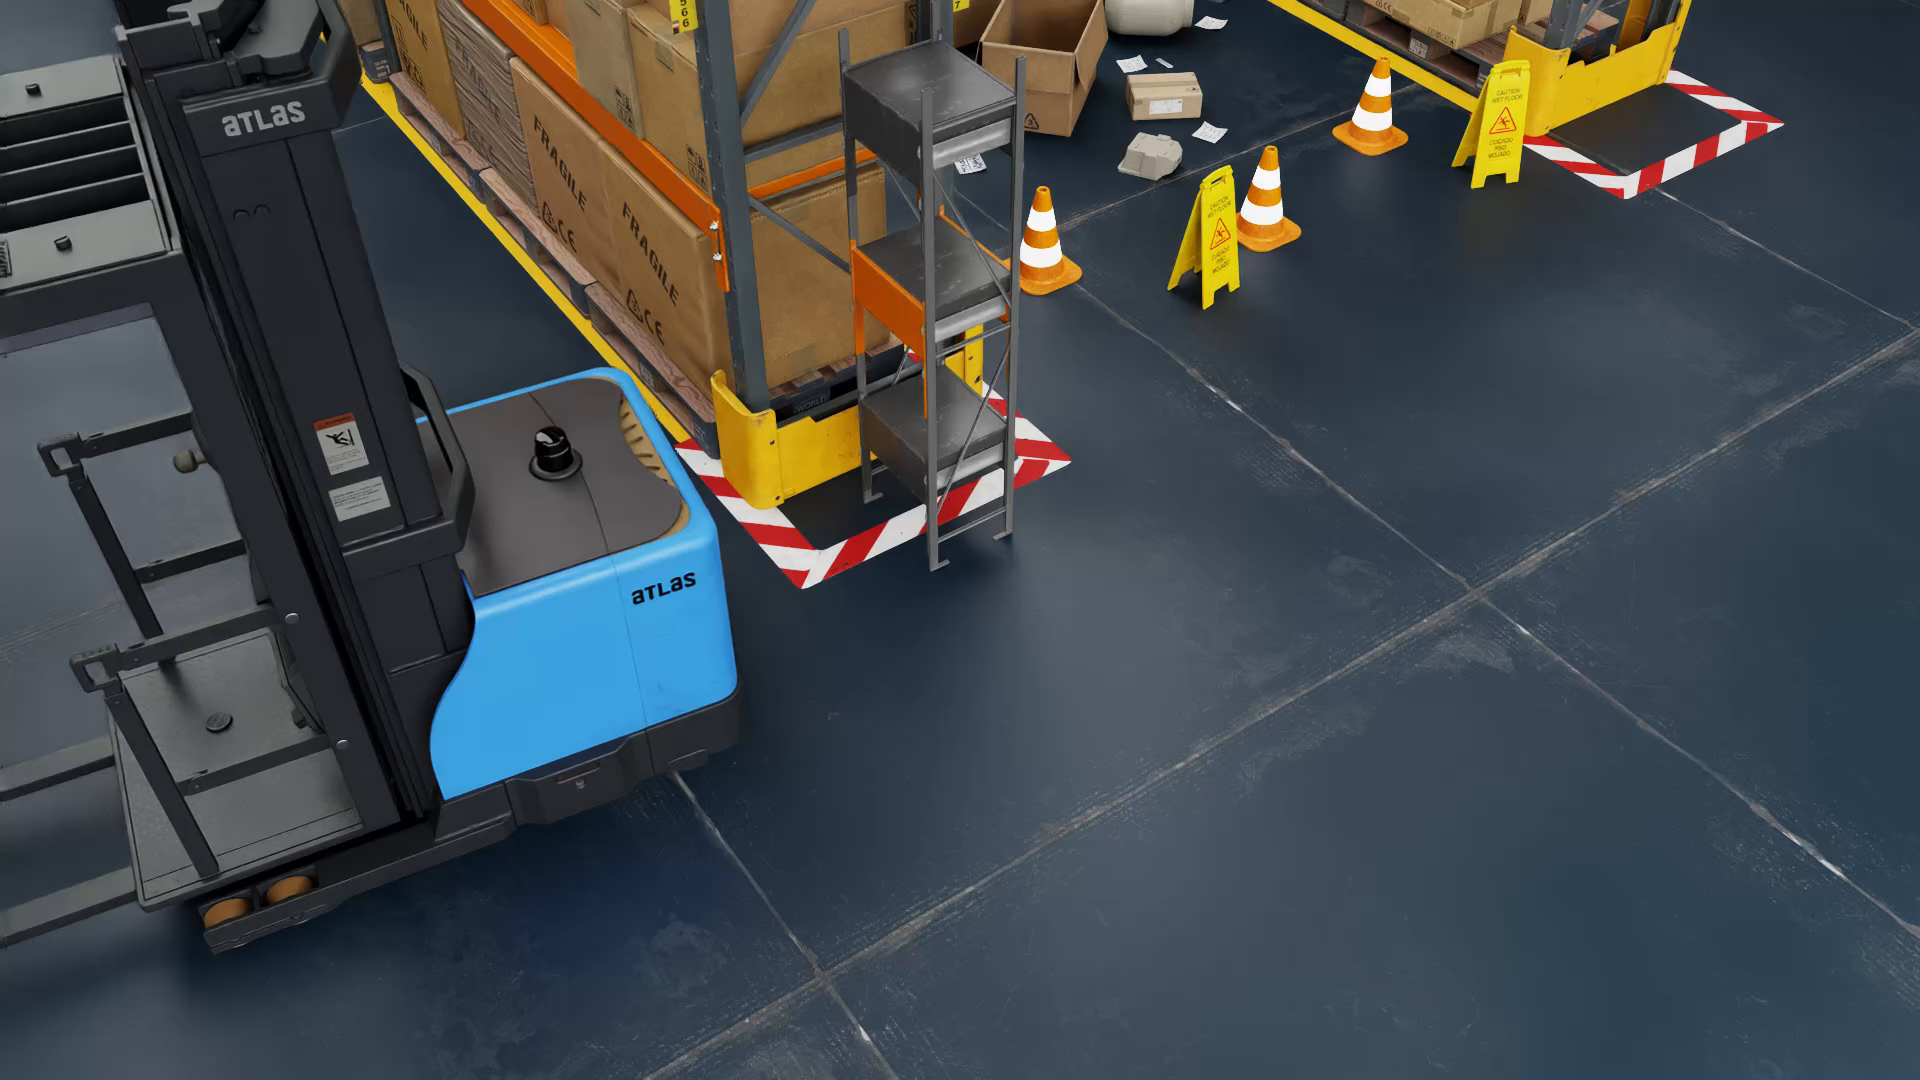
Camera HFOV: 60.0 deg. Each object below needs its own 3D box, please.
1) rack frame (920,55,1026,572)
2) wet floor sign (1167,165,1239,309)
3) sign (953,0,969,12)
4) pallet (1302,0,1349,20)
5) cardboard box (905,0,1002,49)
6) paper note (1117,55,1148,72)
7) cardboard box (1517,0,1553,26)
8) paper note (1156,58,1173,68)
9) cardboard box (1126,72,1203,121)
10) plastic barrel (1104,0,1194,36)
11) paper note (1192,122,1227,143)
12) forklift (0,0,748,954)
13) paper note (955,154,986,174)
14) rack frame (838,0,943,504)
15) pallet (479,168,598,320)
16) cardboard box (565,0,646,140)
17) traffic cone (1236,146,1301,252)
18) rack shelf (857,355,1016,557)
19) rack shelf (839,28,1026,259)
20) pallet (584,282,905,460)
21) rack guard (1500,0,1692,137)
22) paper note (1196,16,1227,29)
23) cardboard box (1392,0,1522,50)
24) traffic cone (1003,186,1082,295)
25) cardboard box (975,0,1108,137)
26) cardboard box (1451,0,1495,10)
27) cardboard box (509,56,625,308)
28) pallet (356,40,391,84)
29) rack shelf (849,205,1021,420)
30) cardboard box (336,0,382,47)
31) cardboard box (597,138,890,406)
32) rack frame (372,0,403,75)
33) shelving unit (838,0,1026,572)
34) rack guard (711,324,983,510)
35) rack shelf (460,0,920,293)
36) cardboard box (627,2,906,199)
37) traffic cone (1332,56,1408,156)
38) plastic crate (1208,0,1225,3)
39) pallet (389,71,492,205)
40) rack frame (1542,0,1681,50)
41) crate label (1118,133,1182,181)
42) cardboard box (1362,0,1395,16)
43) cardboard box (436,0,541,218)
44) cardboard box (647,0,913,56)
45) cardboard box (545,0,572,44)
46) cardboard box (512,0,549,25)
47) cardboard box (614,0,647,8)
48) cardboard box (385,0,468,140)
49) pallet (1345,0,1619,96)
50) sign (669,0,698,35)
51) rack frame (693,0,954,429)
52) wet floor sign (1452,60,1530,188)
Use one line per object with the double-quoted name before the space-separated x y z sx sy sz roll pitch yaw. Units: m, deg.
"rack frame" 0.045 -0.715 5.978 0.400 2.100 0.015 -26 49 -24
"wet floor sign" 1.173 -1.448 7.800 0.267 0.644 0.232 -35 53 -31
"sign" -0.009 -2.092 6.085 0.100 0.325 0.005 -26 49 -24
"pallet" 2.362 -3.746 10.521 1.003 0.211 1.213 -26 49 -24
"cardboard box" -0.088 -3.214 9.654 0.797 0.637 0.503 -26 49 -24
"paper note" 0.999 -2.758 9.625 0.148 0.019 0.142 -10 45 -11
"cardboard box" 3.300 -3.270 9.690 0.500 0.250 0.500 -26 49 -25
"paper note" 1.184 -2.765 9.639 0.032 0.001 0.123 -26 49 -24
"cardboard box" 1.129 -2.460 9.219 0.380 0.149 0.250 -3 44 -4
"plastic barrel" 1.111 -3.187 9.781 0.512 0.421 0.421 4 44 4
"paper note" 1.361 -2.222 9.055 0.142 0.019 0.148 26 49 25
"forklift" -2.312 -0.163 4.798 3.031 2.935 1.130 -19 47 -19
"paper note" 0.052 -1.995 8.819 0.144 0.017 0.142 -10 45 -11
"rack frame" -0.234 -0.991 6.268 0.400 2.100 0.015 -26 49 -24
"pallet" -1.683 -1.638 8.313 1.003 0.211 1.213 -26 49 -24
"cardboard box" -1.049 -2.083 6.652 0.875 0.550 0.550 -26 49 -24
"traffic cone" 1.515 -1.732 8.229 0.336 0.463 0.334 -26 49 -24
"rack shelf" -0.095 -0.337 6.616 0.431 0.518 0.480 -26 49 -24
"rack shelf" -0.095 -1.350 5.649 0.431 0.518 0.480 -26 49 -24
"pallet" -0.989 -0.947 7.590 1.003 0.211 1.213 -26 49 -24
"rack guard" 3.491 -2.686 9.201 1.175 0.500 0.348 -26 49 -24
"paper note" 1.511 -3.107 9.982 0.148 0.019 0.142 26 49 25
"cardboard box" 2.838 -3.069 9.480 0.500 0.250 0.500 -26 49 -25
"traffic cone" 0.394 -1.478 7.963 0.336 0.463 0.334 -26 49 -24
"cardboard box" 0.454 -2.638 9.149 0.637 0.503 0.797 11 45 11
"cardboard box" 2.863 -3.326 9.206 0.500 0.500 0.500 -25 49 -24
"cardboard box" -1.415 -1.773 7.669 0.875 0.875 0.875 -26 50 -25
"pallet" -3.259 -3.198 9.947 1.003 0.211 1.213 -26 49 -24
"rack shelf" -0.095 -0.843 6.133 0.431 0.518 0.480 -26 49 -24
"cardboard box" -3.185 -3.454 9.521 1.050 0.750 0.750 -26 49 -25
"cardboard box" -0.909 -1.275 7.148 0.875 0.875 0.875 -25 49 -24
"rack frame" -2.756 -3.800 8.558 1.000 3.000 0.127 -26 49 -24
"shelving unit" -0.095 -0.853 6.123 0.431 2.100 0.503 -26 49 -24
"rack guard" -0.454 -0.616 7.034 1.175 0.500 0.348 -26 49 -24
"rack shelf" -1.611 -2.407 7.620 1.077 0.370 4.000 -26 49 -24
"cardboard box" -0.717 -1.781 6.334 0.875 0.550 0.550 -26 49 -24
"traffic cone" 2.231 -2.363 8.890 0.336 0.463 0.334 -26 49 -24
"plastic crate" 1.472 -3.543 10.403 0.583 0.080 0.402 26 49 25
"pallet" -2.385 -2.329 9.037 1.003 0.211 1.213 -26 49 -24
"rack frame" 3.535 -3.547 8.293 1.000 3.000 0.127 -26 49 -24
"crate label" 1.014 -2.035 8.782 0.298 0.136 0.250 18 47 18
"cardboard box" 2.562 -3.352 9.776 0.500 0.250 0.500 -26 49 -24
"cardboard box" -1.934 -2.290 8.211 0.875 0.875 0.875 -25 49 -24
"cardboard box" -0.648 -2.204 5.996 0.875 0.550 0.550 -26 49 -24
"cardboard box" -1.267 -2.450 7.036 0.875 0.550 0.550 -26 49 -24
"cardboard box" -1.604 -2.734 7.333 0.875 0.550 0.500 -26 49 -24
"cardboard box" -1.038 -2.479 6.284 0.875 0.550 0.550 -26 49 -24
"cardboard box" -2.453 -2.799 8.744 0.875 0.875 0.875 -25 49 -24
"pallet" 3.056 -3.055 9.798 1.003 0.211 1.213 -26 49 -24
"sign" -0.920 -1.832 5.487 0.100 0.325 0.005 -26 49 -24
"rack frame" -0.467 -1.534 6.185 1.000 3.000 0.127 -26 49 -24
"wet floor sign" 2.766 -2.165 8.550 0.267 0.644 0.232 -10 45 -11
